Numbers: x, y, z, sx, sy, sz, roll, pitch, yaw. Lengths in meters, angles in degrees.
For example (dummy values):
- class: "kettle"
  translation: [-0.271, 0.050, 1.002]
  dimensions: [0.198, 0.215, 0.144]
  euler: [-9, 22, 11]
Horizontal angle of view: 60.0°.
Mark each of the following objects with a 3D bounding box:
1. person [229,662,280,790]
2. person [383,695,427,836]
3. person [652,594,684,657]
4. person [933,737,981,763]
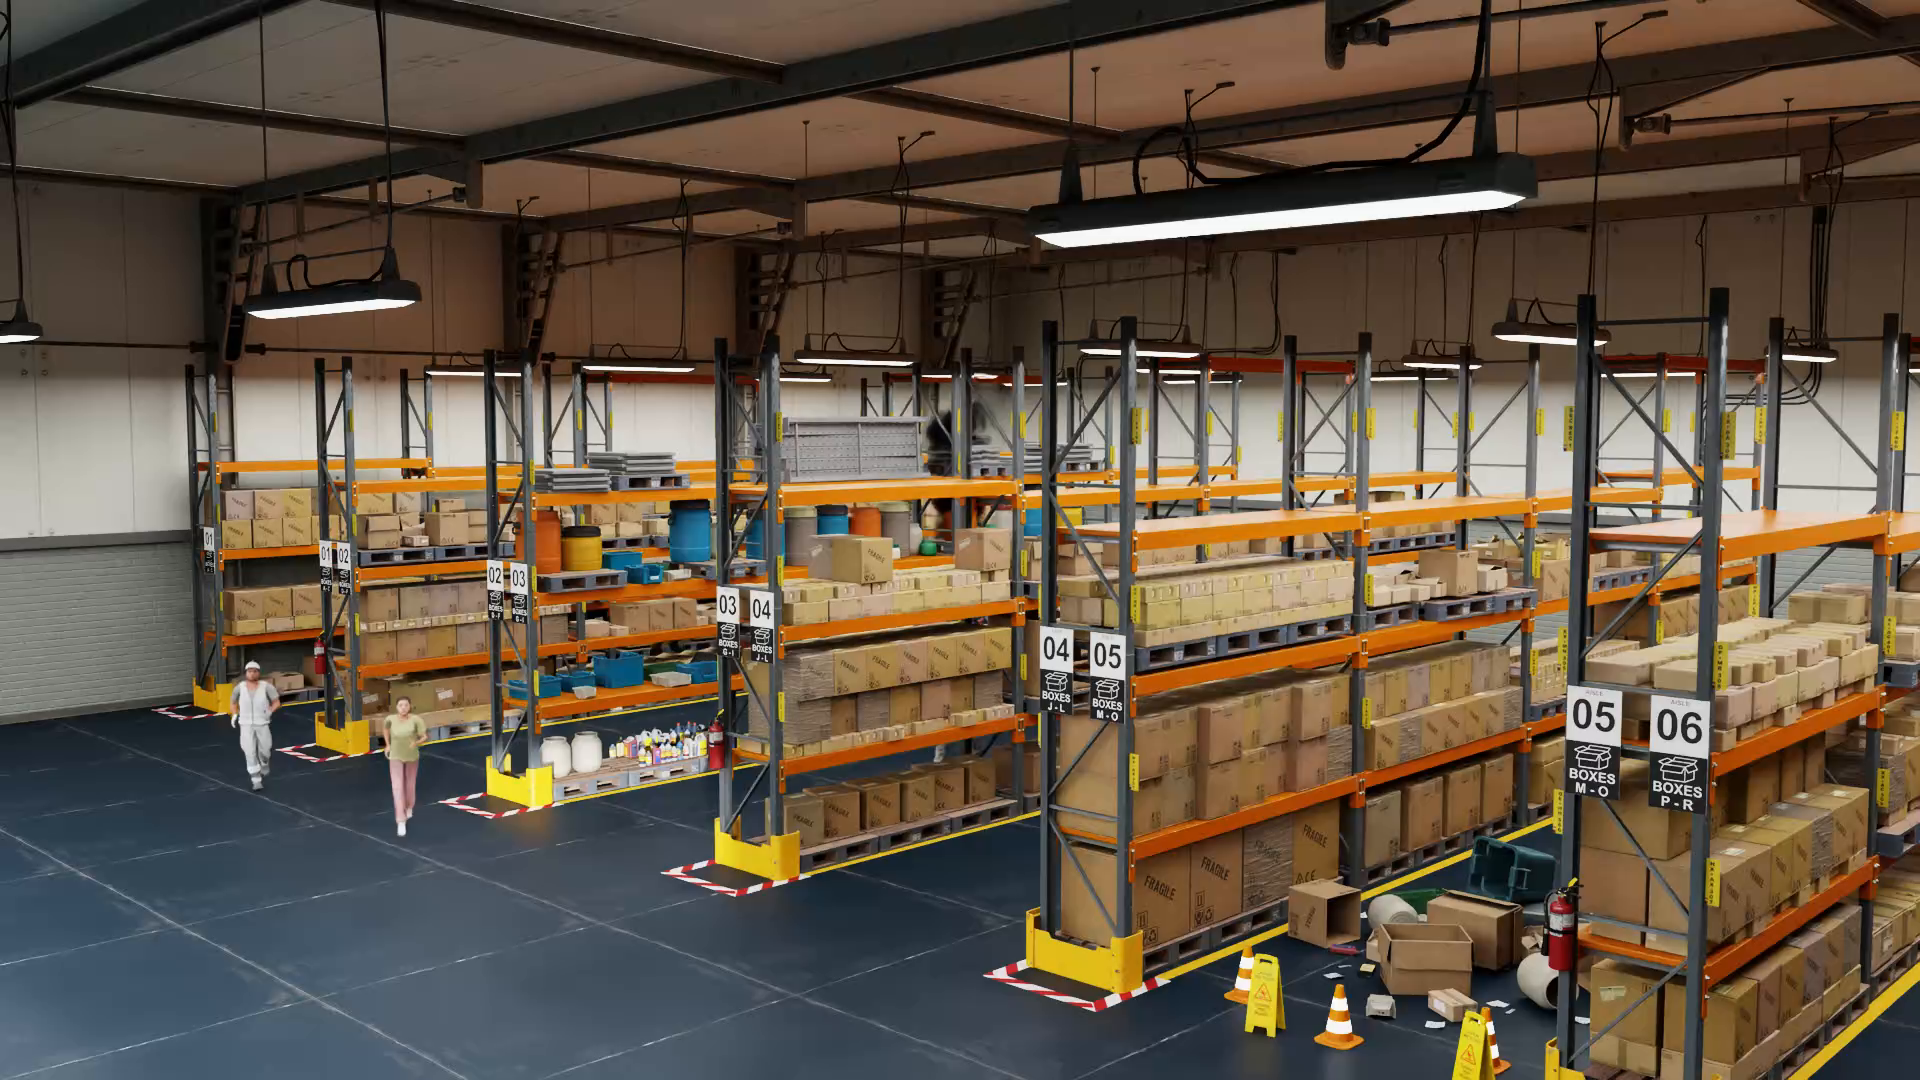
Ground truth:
- class: "person"
  translation: [-9.711, 2.538, 22.900]
  dimensions: [0.651, 1.747, 0.692]
  euler: [-1, 5, -18]
- class: "person"
  translation: [-6.902, 2.749, 20.704]
  dimensions: [0.521, 1.693, 0.934]
  euler: [-2, 5, -20]
- class: "person"
  translation: [-5.723, 1.820, 32.756]
  dimensions: [0.738, 1.737, 1.025]
  euler: [4, 6, 43]
- class: "person"
  translation: [-0.099, 2.417, 23.934]
  dimensions: [0.689, 1.762, 1.003]
  euler: [4, 6, 39]
